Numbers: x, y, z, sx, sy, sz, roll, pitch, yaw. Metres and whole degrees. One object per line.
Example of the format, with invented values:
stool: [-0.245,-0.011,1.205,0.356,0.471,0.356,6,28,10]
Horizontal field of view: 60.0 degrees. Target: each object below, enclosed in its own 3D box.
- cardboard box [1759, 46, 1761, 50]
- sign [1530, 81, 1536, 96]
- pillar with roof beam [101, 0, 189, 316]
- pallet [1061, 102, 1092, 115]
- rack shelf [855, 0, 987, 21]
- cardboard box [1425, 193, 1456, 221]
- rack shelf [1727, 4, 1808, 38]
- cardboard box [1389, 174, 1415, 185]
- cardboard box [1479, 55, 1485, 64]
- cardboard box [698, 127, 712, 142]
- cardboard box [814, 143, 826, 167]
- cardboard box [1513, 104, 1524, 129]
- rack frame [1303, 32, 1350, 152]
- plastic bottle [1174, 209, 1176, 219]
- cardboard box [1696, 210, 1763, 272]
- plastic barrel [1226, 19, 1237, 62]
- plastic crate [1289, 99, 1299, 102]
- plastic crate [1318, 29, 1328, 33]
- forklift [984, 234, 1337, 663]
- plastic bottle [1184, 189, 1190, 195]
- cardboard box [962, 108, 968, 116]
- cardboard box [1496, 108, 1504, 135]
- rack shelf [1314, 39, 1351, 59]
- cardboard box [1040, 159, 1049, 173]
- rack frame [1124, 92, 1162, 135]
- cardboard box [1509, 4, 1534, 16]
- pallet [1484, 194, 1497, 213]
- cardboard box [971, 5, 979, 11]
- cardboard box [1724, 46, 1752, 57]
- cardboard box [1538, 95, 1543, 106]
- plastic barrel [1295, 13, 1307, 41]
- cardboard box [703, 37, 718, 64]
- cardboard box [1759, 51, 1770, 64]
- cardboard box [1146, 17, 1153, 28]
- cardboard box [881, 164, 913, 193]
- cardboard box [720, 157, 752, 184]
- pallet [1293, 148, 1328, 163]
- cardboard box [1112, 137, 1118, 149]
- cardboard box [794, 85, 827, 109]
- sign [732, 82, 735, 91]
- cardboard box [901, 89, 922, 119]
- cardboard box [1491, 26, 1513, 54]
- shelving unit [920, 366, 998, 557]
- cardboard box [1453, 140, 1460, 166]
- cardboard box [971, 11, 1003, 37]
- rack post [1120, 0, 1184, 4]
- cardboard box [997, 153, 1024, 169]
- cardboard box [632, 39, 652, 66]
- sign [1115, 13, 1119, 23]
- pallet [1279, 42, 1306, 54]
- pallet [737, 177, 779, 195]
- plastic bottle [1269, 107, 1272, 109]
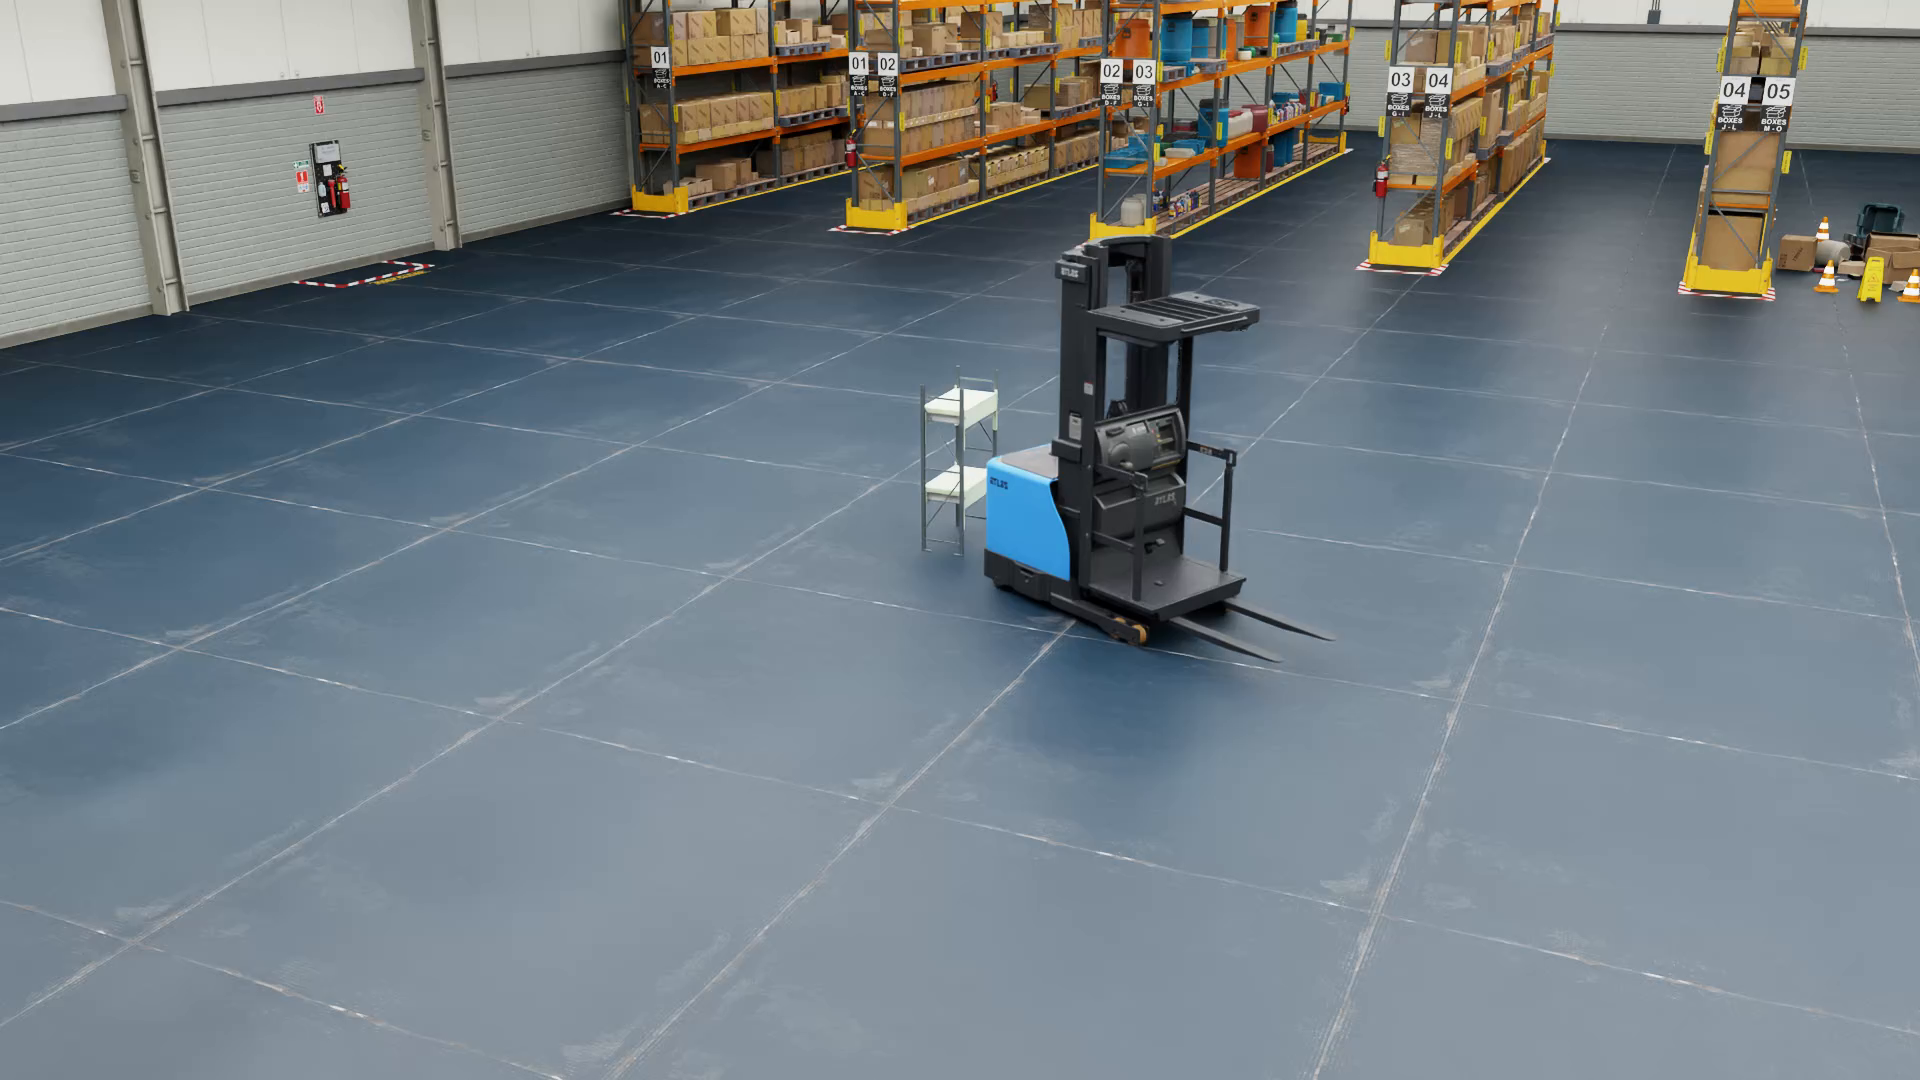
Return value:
cardboard box: [14.094,-8.731,29.875,0.500,0.311,0.500,8,21,21]
sign: [12.868,-10.142,37.354,0.100,0.325,0.005,9,21,23]
pillar with roof beam: [-7.591,-6.976,21.108,9.100,9.000,0.400,9,21,23]
pallet: [2.487,-10.348,39.828,1.003,0.211,1.213,9,21,23]
rack shelf: [-0.762,-10.308,32.147,1.077,0.370,4.000,9,21,23]
cardboard box: [8.893,-6.163,30.879,0.500,0.500,0.500,8,21,21]
rack shelf: [12.758,-8.236,26.322,1.077,0.370,4.000,9,21,23]
cardboard box: [7.384,-6.034,27.787,0.380,0.149,0.250,9,21,23]
cardboard box: [9.224,-8.651,29.924,0.380,0.149,0.250,9,22,24]
cardboard box: [-5.413,-8.281,33.925,0.500,0.250,0.500,8,21,21]
cardboard box: [-3.568,-9.027,38.901,0.700,0.500,0.500,8,21,22]
cardboard box: [12.010,-9.261,36.337,0.500,0.500,0.500,8,21,22]
rack frame: [9.489,-11.608,43.085,1.000,3.000,0.127,9,21,23]
plastic bottle: [4.006,-6.149,31.254,0.097,0.201,0.097,0,20,0]
cardboard box: [12.156,-4.739,26.314,0.875,0.875,0.875,9,21,23]
plastic barrel: [5.411,-10.357,34.449,0.600,0.830,0.708,9,21,23]
plastic crate: [8.289,-10.863,41.293,0.293,0.136,0.466,9,21,23]
plastic crate: [9.077,-12.880,42.381,0.497,0.269,0.590,9,21,23]
forklift: [1.538,-0.761,12.688,1.130,2.935,3.031,-16,25,-38]
plastic bottle: [4.442,-6.682,32.531,0.144,0.351,0.185,9,21,23]
cardboard box: [-0.067,-8.705,33.805,0.380,0.149,0.250,8,21,21]
cardboard box: [10.409,-8.373,33.212,0.700,0.500,0.500,12,23,31]
rack shelf: [8.670,-12.071,40.984,1.077,0.370,4.000,9,21,23]
cardboard box: [1.702,-8.551,37.967,0.500,0.250,0.500,9,22,24]
rack frame: [4.971,-12.289,44.999,1.000,3.000,0.127,9,21,23]
cardboard box: [12.760,-12.051,37.809,0.500,0.250,0.500,7,21,19]
pallet: [10.410,-6.930,34.093,1.003,0.211,1.213,9,21,23]
cardboard box: [0.185,-14.495,45.057,0.500,0.500,0.500,9,22,24]
cardboard box: [11.767,-7.391,25.159,0.380,0.149,0.250,9,21,23]
cardboard box: [13.634,-10.502,39.757,0.500,0.250,0.500,8,21,21]
plastic barrel: [7.662,-11.778,38.179,0.600,0.588,0.600,0,20,0]
cardboard box: [-5.275,-9.932,33.718,0.500,0.500,0.500,10,22,25]
cardboard box: [12.990,-7.629,26.423,0.500,0.250,0.500,8,21,22]
cardboard box: [4.789,-13.522,43.468,0.500,0.250,0.500,9,21,23]
cardboard box: [-1.237,-7.166,32.952,0.500,0.500,0.500,9,21,23]
cardboard box: [-4.852,-8.006,36.030,0.500,0.500,0.500,7,21,19]
pallet: [8.615,-9.675,41.813,1.003,0.211,1.213,9,21,23]
cardboard box: [3.702,-10.105,42.215,0.500,0.311,0.500,9,21,23]
cardboard box: [-3.499,-10.247,38.453,0.700,0.500,0.500,9,21,23]
sign: [-4.971,-9.919,36.609,0.100,0.325,0.005,9,21,23]
cardboard box: [-1.146,-8.374,31.908,0.700,0.500,0.500,8,21,21]
cardboard box: [10.564,-9.840,32.743,0.500,0.500,0.500,8,21,23]
shelving unit: [-0.003,-0.705,14.665,0.431,1.500,0.755,9,21,23]
cardboard box: [8.260,-6.856,29.131,0.875,0.500,0.500,9,21,23]
cardboard box: [0.558,-10.874,35.024,0.500,0.500,0.500,11,22,28]
rack post: [3.362,-9.521,29.011,0.937,0.300,0.954,11,22,28]
cardboard box: [1.082,-8.349,36.562,0.500,0.311,0.500,9,22,24]
cardboard box: [-6.162,-9.708,33.088,0.500,0.500,0.500,10,22,27]
sign: [3.841,-12.833,40.695,0.100,0.325,0.005,9,21,23]
pallet: [7.157,-11.109,37.488,1.003,0.211,1.213,9,21,23]
pallet: [-4.706,-7.775,36.469,1.003,0.211,1.213,9,21,23]
plastic bottle: [7.285,-10.079,39.082,0.097,0.201,0.097,0,20,0]
